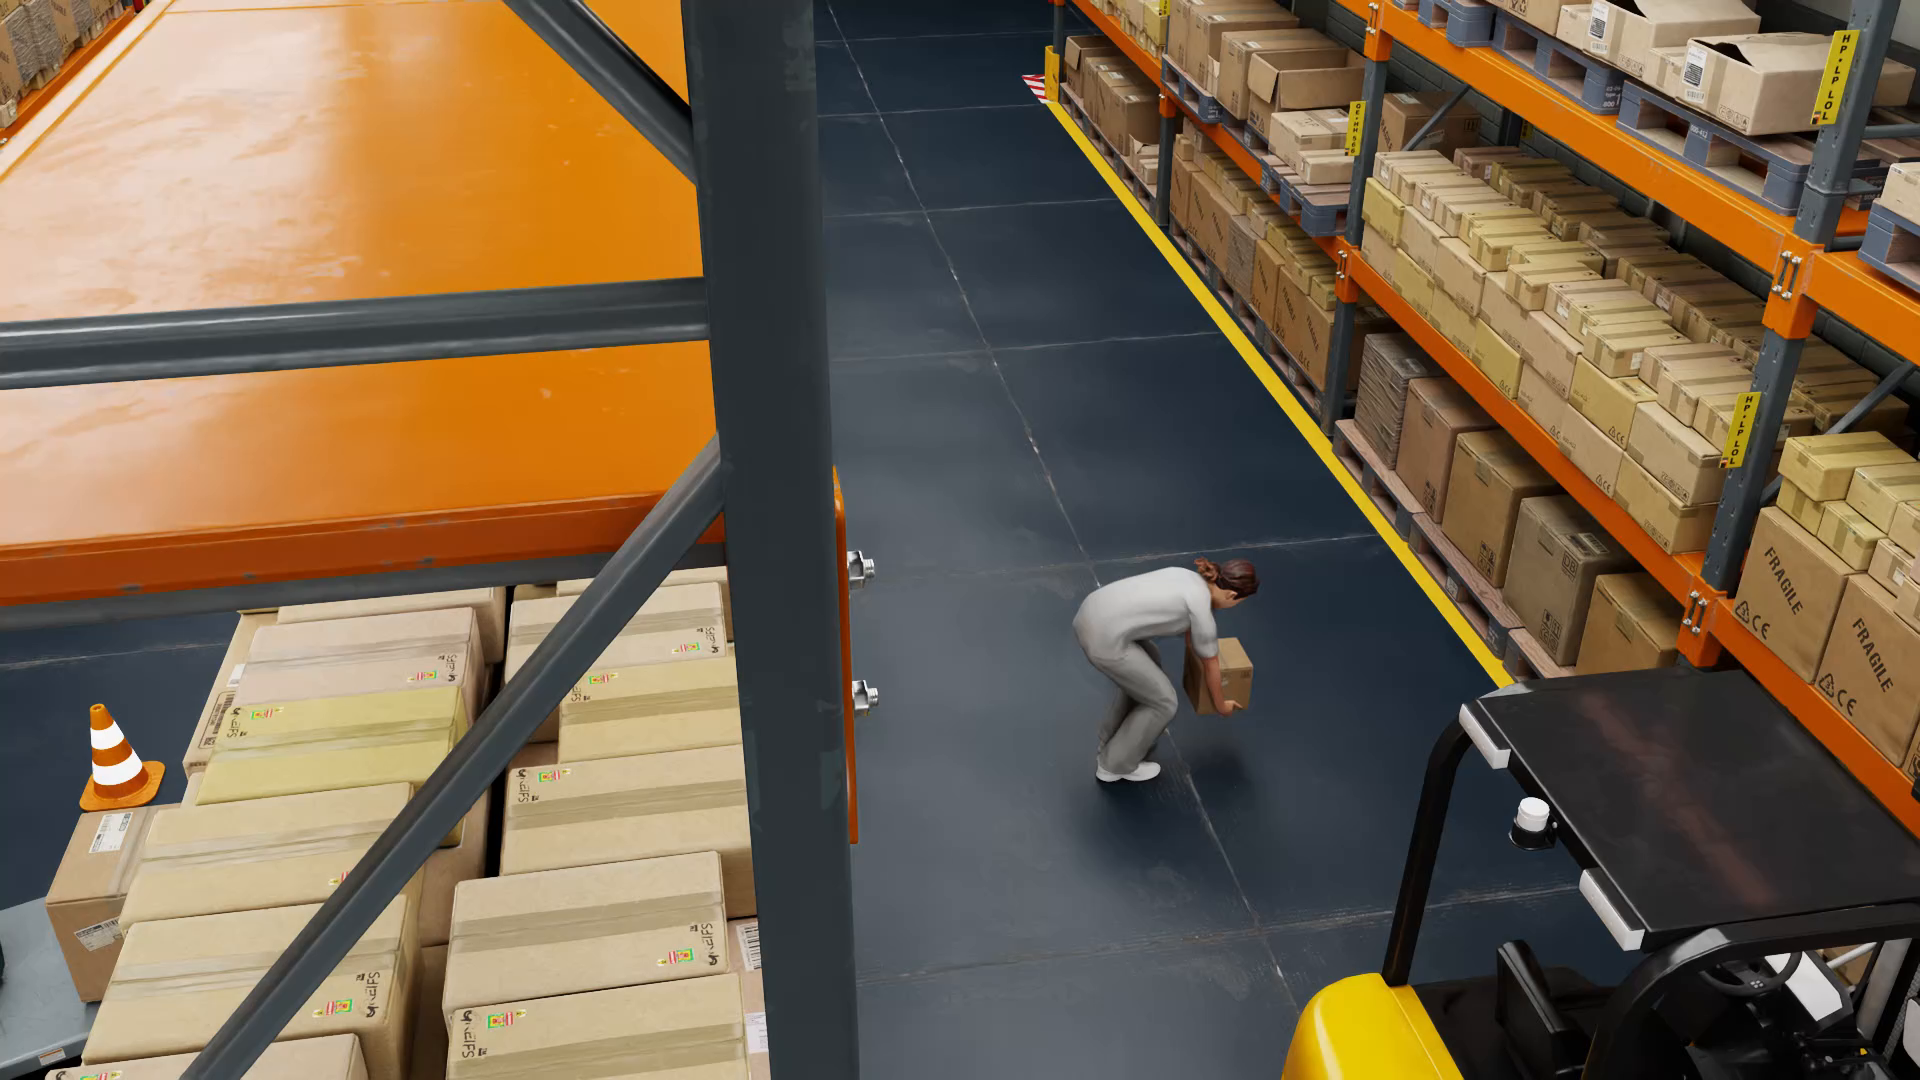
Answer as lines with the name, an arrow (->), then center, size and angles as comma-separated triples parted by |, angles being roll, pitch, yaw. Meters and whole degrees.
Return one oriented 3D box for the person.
person -> 0.950, 0.585, 7.740 | 0.864, 1.074, 0.449 | -7, 31, -11
